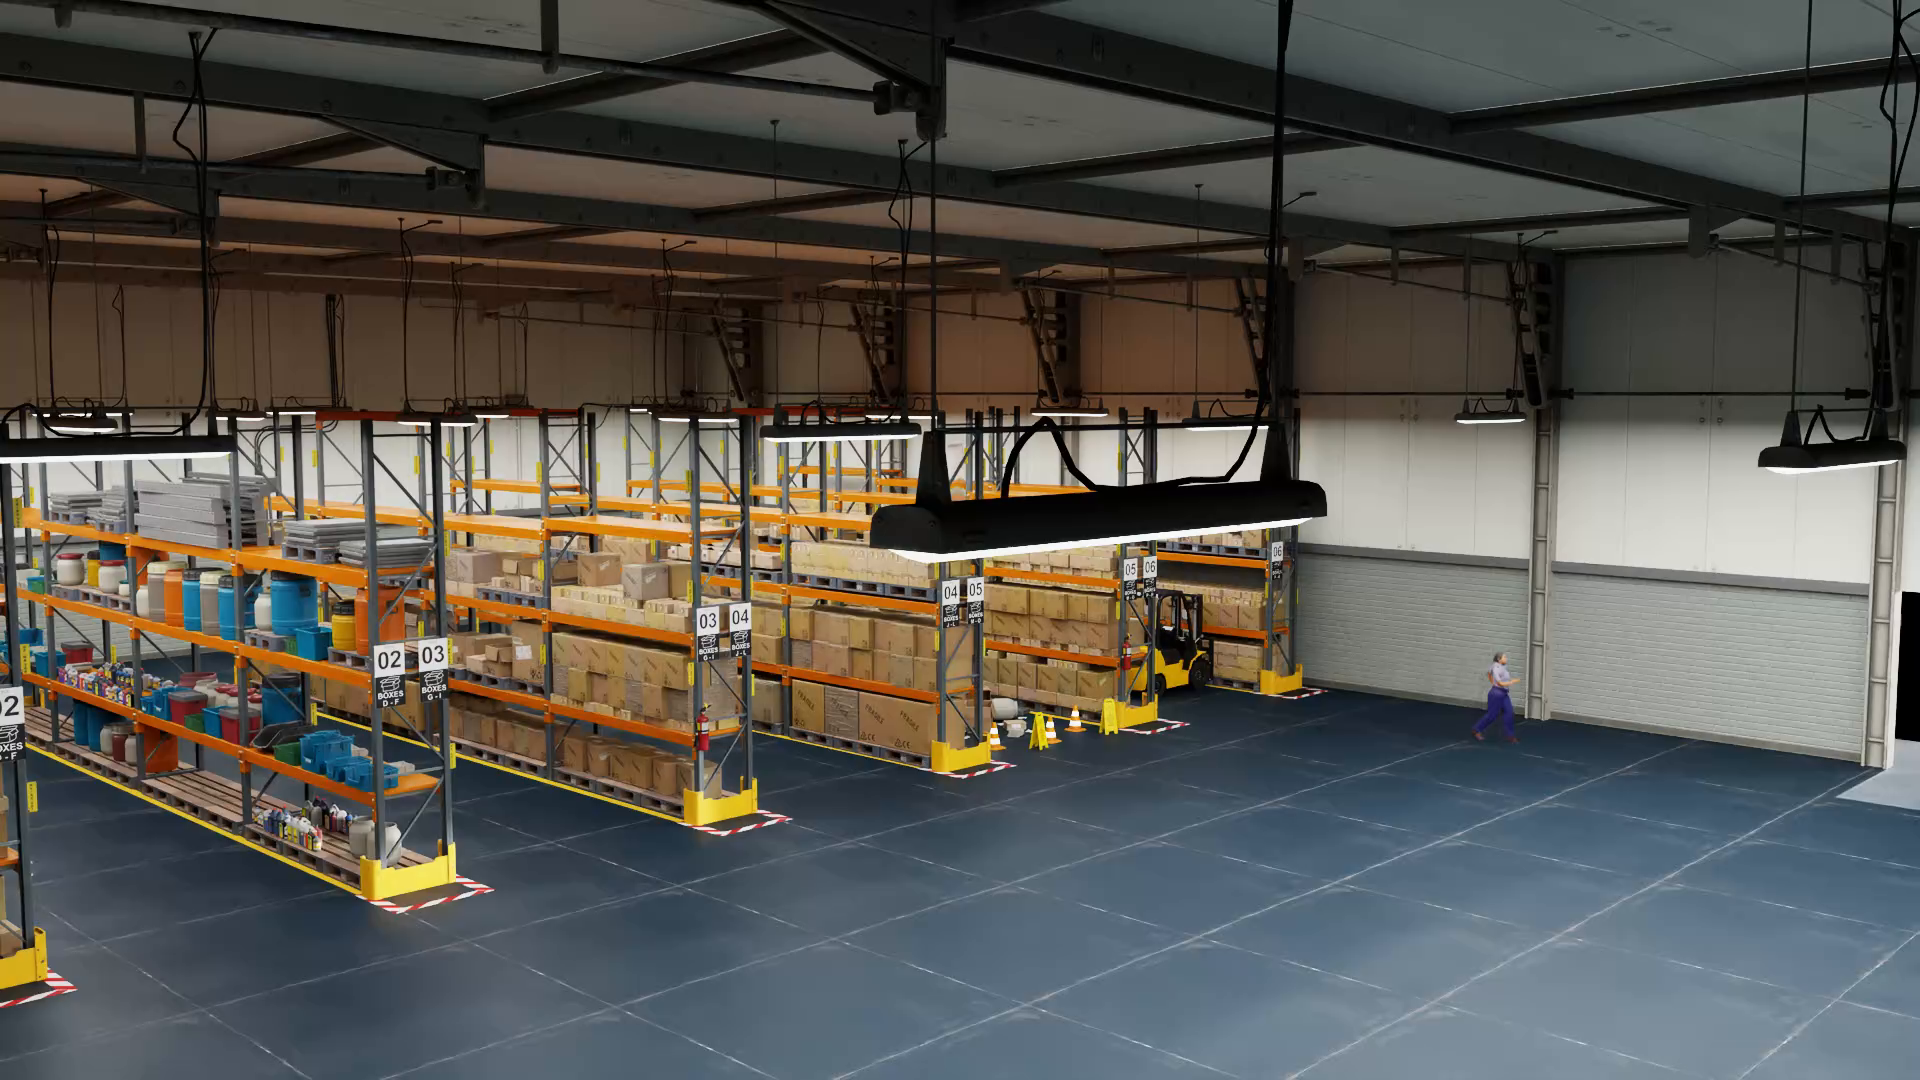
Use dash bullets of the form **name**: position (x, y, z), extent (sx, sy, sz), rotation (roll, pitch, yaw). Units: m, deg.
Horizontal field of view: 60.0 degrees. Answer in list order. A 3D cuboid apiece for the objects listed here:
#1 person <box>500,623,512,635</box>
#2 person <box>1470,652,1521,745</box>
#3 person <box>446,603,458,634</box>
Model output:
- **person**: position (-11.473, 1.840, 41.762), extent (0.499, 1.632, 0.809), rotation (2, 5, 19)
- **person**: position (9.695, 2.861, 30.016), extent (0.866, 1.672, 0.591), rotation (3, 6, 28)
- **person**: position (-11.422, 2.221, 36.716), extent (0.661, 1.750, 0.761), rotation (-4, 6, -36)
